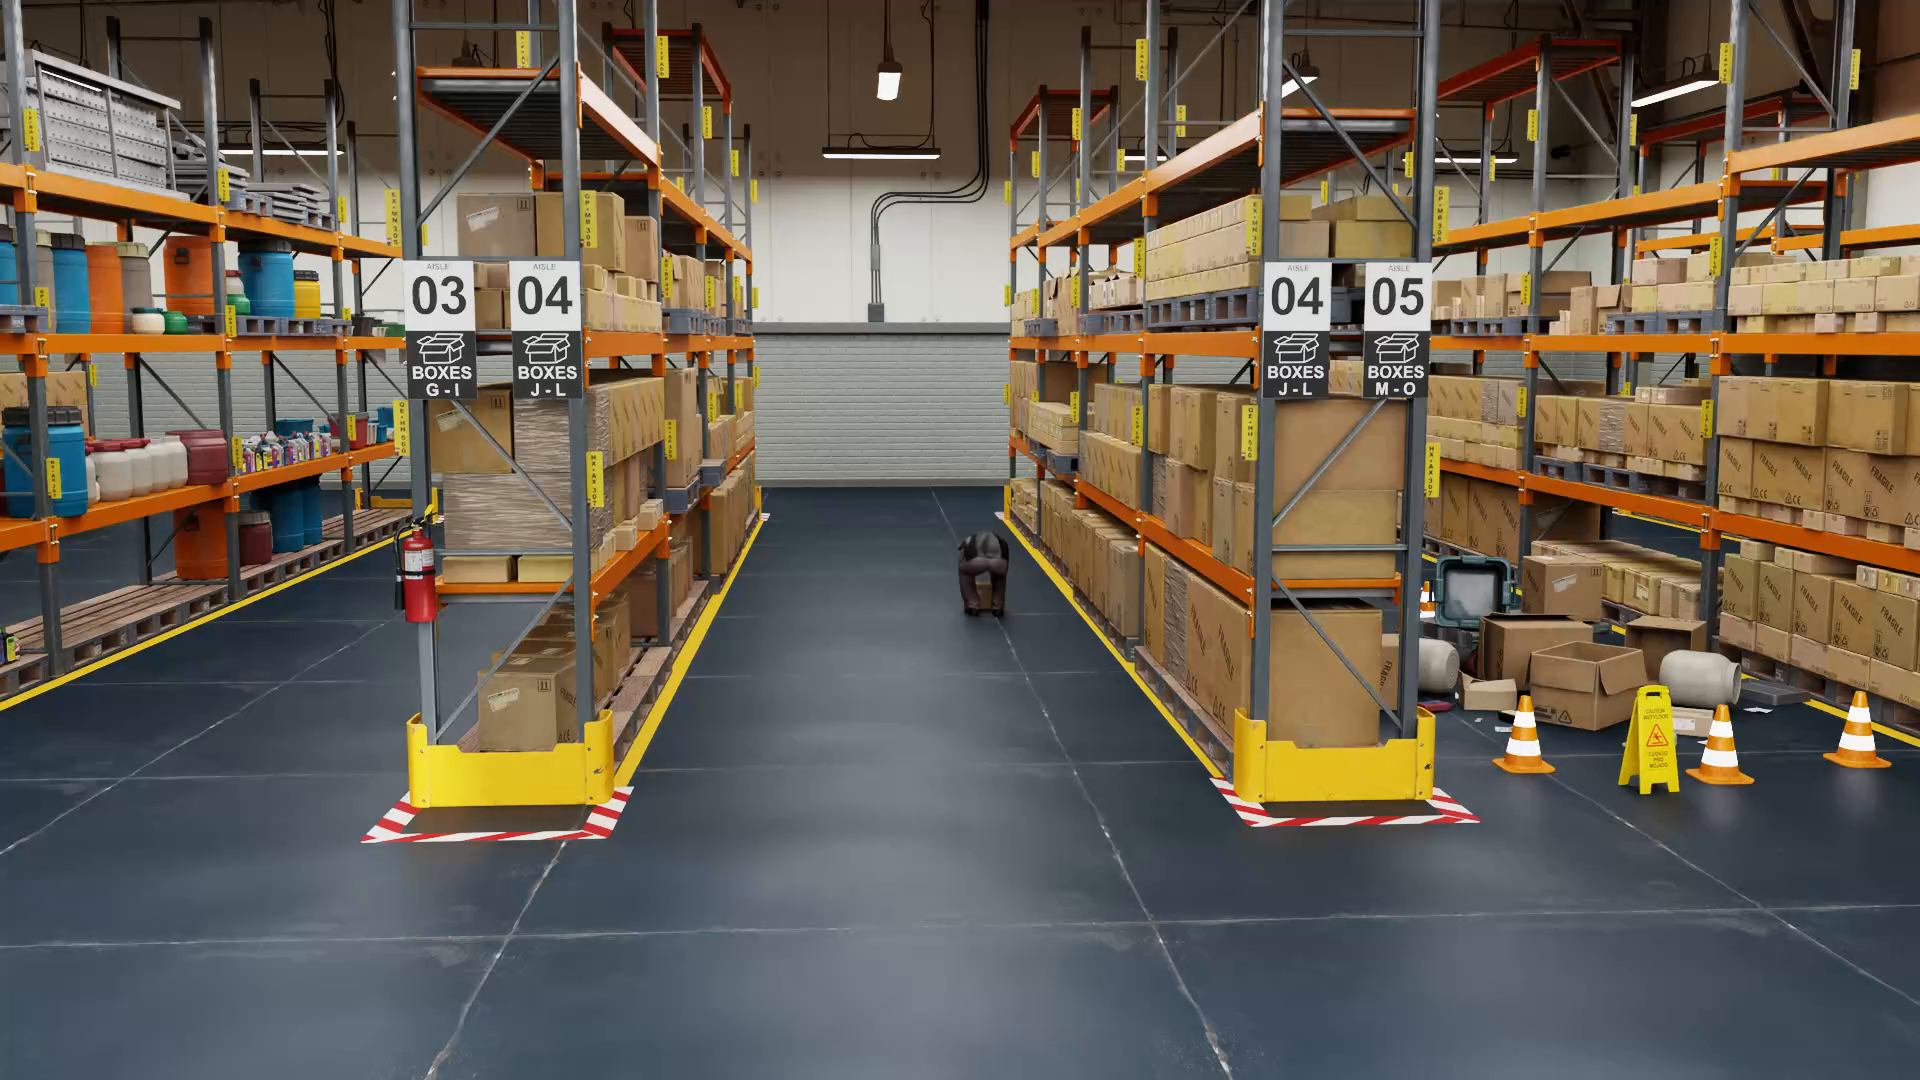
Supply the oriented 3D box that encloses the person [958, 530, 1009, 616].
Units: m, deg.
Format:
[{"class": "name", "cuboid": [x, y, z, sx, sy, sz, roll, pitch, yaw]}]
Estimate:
[{"class": "person", "cuboid": [0.233, 0.319, 16.907, 0.505, 0.872, 0.952, -1, 7, -6]}]
